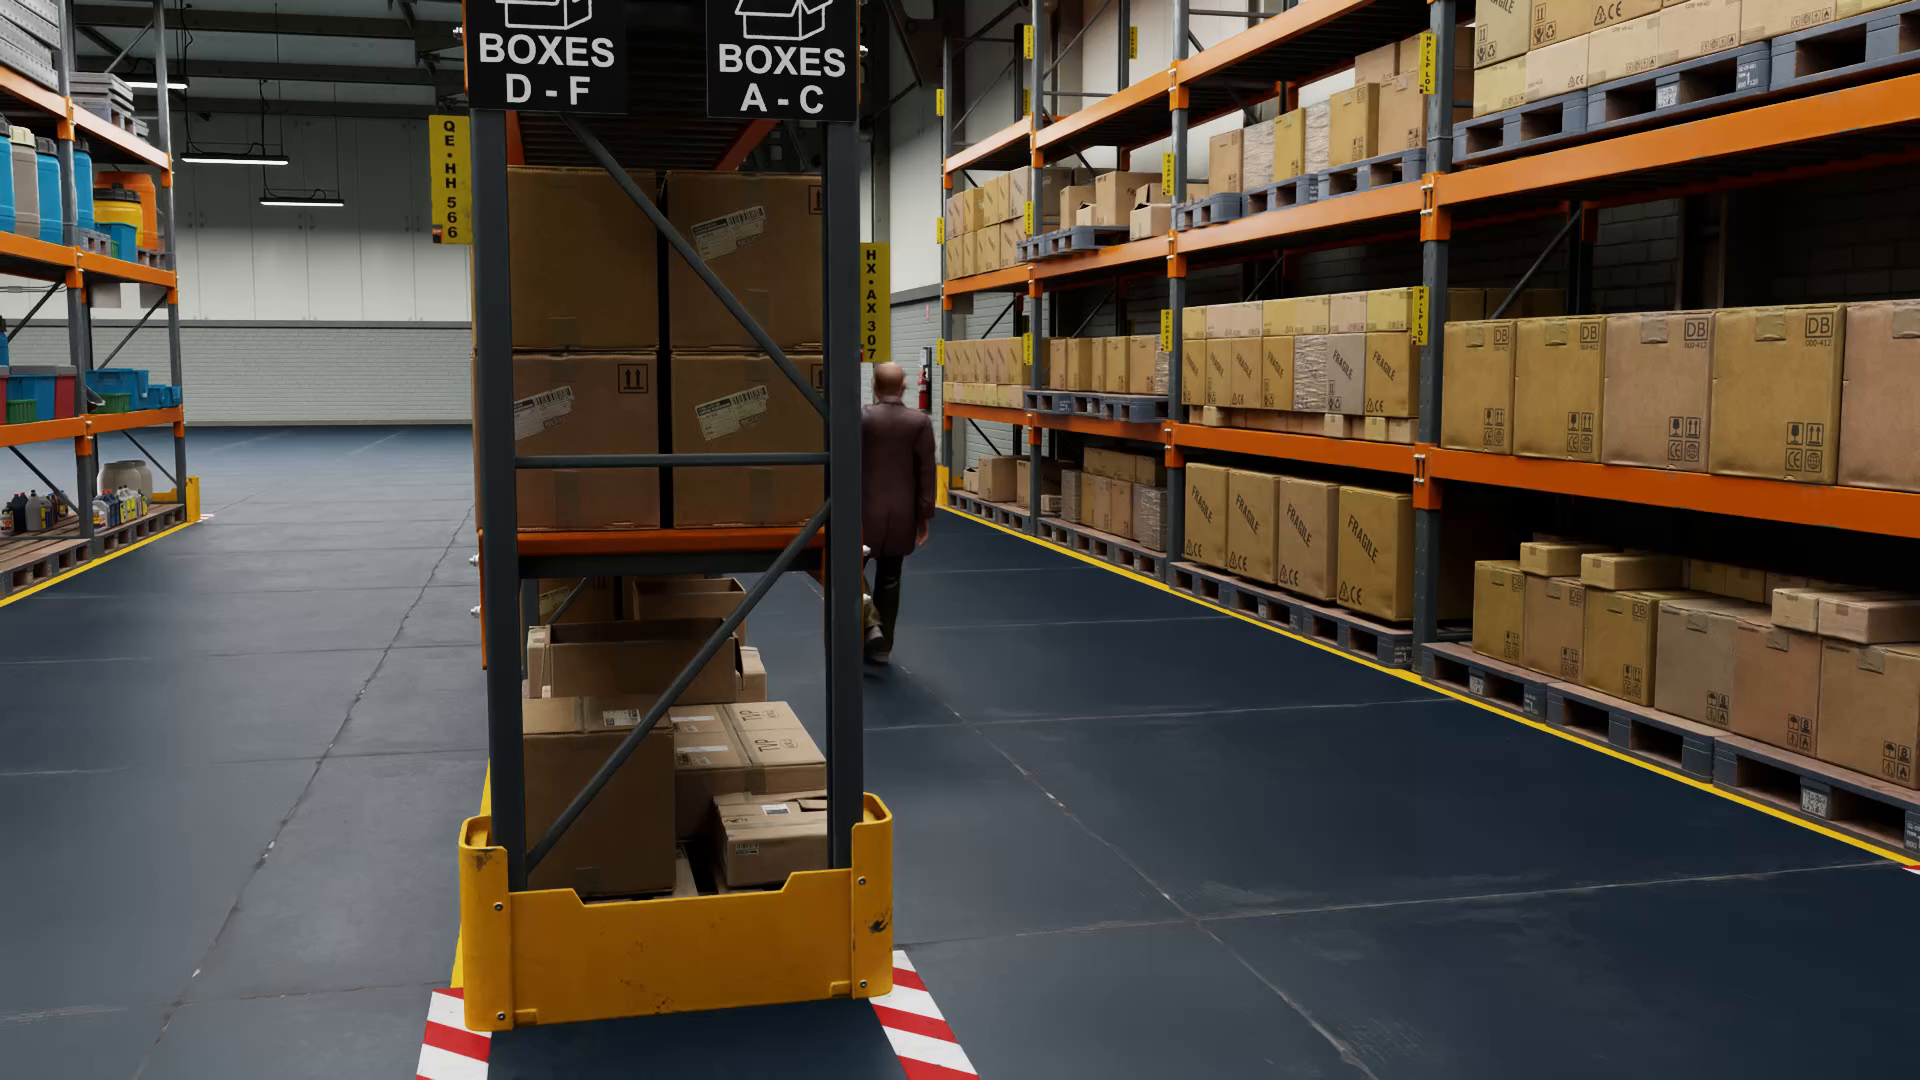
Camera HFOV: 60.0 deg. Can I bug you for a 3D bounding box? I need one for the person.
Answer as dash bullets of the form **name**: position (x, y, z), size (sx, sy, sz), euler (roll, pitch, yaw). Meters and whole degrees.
- **person**: position (-0.473, -0.152, 9.687), size (0.606, 1.772, 0.776), euler (-2, 6, -20)
